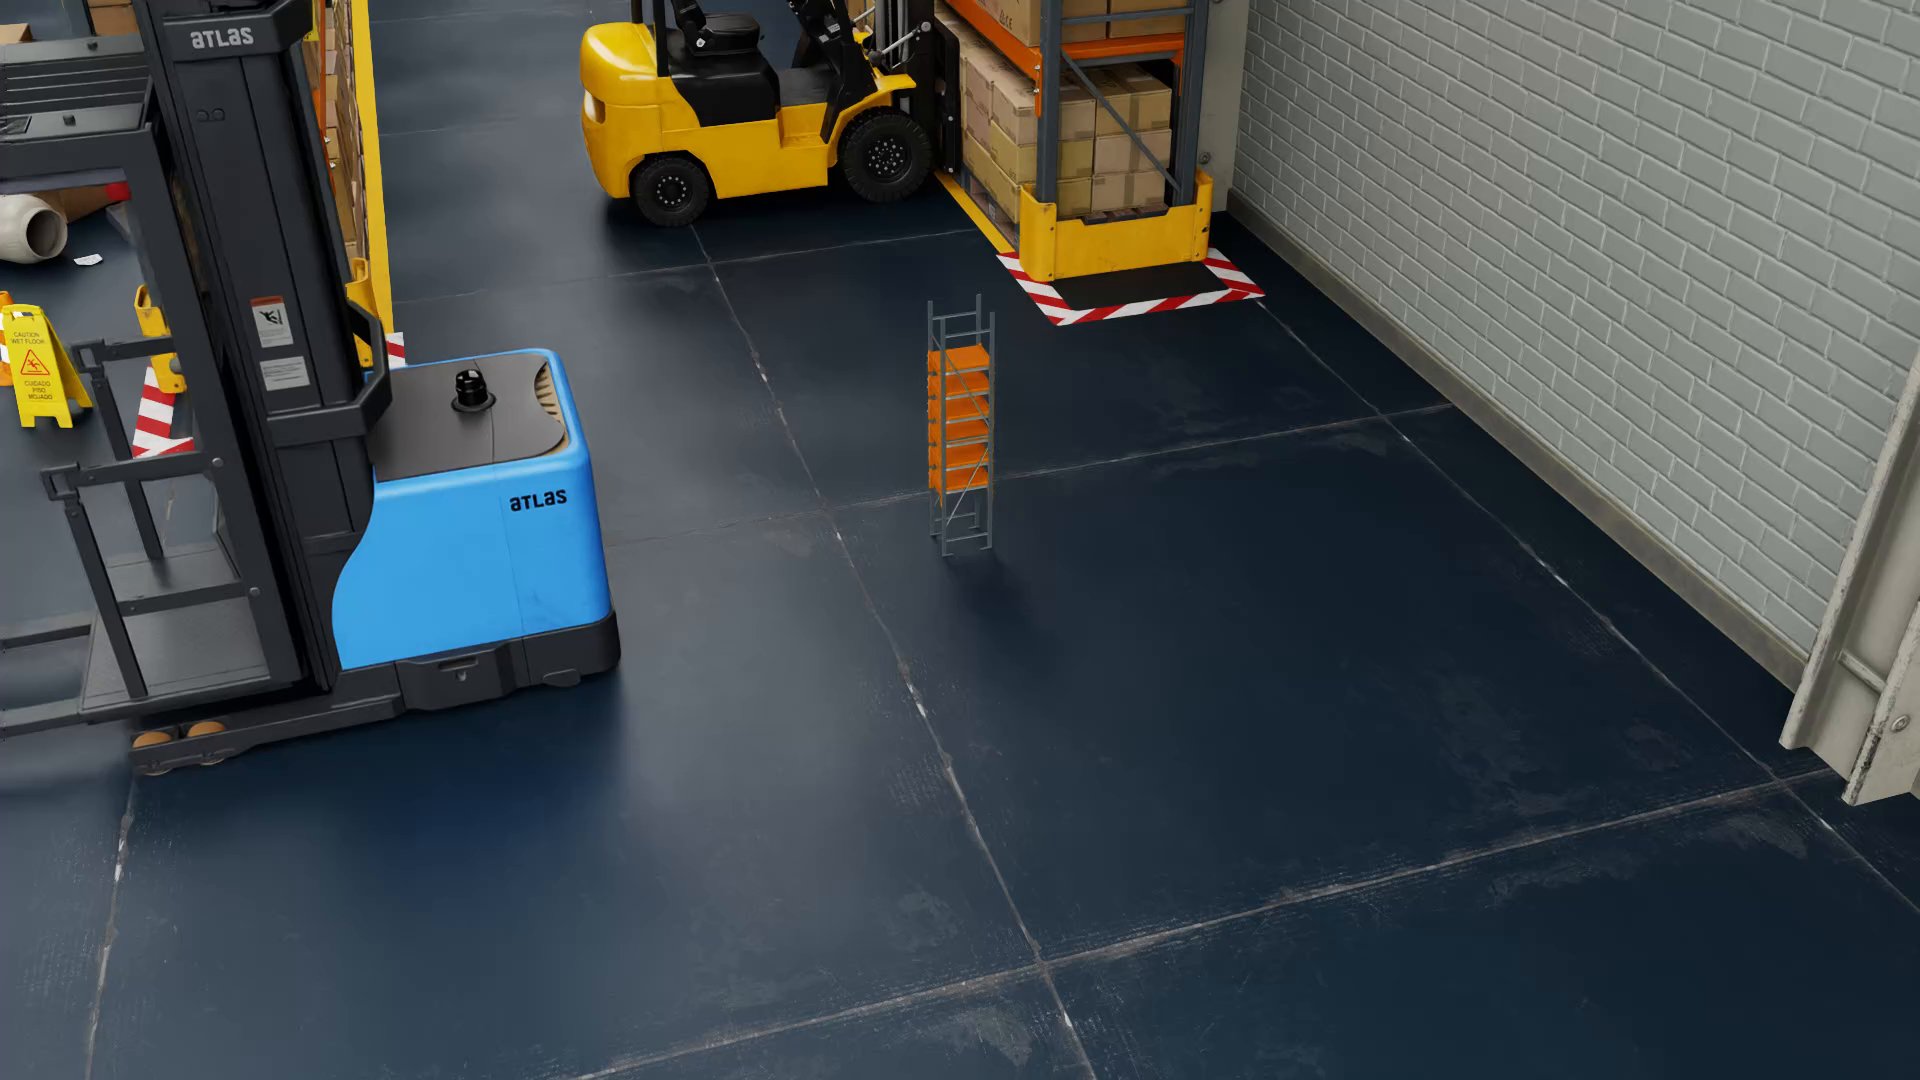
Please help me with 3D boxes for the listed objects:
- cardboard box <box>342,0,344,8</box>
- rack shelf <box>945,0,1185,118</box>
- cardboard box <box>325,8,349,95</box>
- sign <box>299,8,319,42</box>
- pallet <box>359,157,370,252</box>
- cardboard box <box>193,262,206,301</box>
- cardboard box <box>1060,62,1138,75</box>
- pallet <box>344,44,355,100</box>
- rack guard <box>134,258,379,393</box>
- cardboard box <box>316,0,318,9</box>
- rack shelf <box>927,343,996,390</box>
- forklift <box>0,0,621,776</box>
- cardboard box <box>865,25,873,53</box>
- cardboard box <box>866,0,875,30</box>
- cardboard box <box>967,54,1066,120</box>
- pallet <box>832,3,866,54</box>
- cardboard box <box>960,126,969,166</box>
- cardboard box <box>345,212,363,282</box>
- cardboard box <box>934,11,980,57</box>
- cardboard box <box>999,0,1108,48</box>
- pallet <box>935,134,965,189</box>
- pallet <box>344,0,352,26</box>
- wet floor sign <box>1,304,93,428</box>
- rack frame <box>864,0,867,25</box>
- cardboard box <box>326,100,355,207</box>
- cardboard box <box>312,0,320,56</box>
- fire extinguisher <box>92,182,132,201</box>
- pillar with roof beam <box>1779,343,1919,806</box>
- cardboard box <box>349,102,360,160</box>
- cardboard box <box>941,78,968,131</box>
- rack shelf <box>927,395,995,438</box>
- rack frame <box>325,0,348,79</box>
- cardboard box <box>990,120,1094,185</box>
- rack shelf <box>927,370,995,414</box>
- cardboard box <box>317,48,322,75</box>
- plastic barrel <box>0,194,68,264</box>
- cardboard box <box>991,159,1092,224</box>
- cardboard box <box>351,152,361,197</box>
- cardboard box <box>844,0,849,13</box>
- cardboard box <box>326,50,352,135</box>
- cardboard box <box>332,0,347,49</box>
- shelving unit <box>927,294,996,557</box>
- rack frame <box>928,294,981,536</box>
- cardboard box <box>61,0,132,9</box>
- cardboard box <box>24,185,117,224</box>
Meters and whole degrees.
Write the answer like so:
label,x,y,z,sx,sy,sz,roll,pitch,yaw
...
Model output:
label,x,y,z,sx,sy,sz,roll,pitch,yaw
cardboard box,-5.818,-4.773,14.256,0.950,0.372,0.625,-11,35,-16
rack shelf,0.343,-3.765,11.380,1.077,0.370,4.000,-10,35,-15
cardboard box,-4.557,-3.354,11.538,0.500,0.500,0.500,-10,35,-15
sign,-3.257,-2.631,8.226,0.100,0.325,0.005,-10,35,-15
pallet,-4.379,-2.127,10.777,1.003,0.211,1.213,-10,35,-15
cardboard box,-4.283,-1.598,9.561,0.500,0.250,0.500,-10,35,-15
cardboard box,0.830,-3.006,10.785,0.500,0.250,0.500,-10,35,-15
pallet,-5.232,-3.524,12.891,1.003,0.211,1.213,-10,35,-15
rack guard,-3.796,-1.176,9.076,1.175,0.500,0.348,-10,35,-15
cardboard box,-4.134,-3.444,9.881,0.500,0.500,0.500,-11,35,-16
rack shelf,0.004,-0.756,7.234,0.258,0.103,0.180,-10,35,-15
forklift,-2.978,-0.648,6.072,3.031,2.935,1.130,-11,35,-15
cardboard box,-0.435,-3.834,12.944,0.500,0.250,0.500,-10,35,-14
cardboard box,-0.414,-4.046,12.812,0.500,0.250,0.500,-10,35,-15
cardboard box,0.354,-2.917,10.650,0.500,0.250,0.500,-9,35,-14
pallet,-0.529,-4.332,14.115,1.003,0.211,1.213,-10,35,-15
cardboard box,0.222,-2.764,11.325,0.500,0.250,0.500,-10,35,-14
cardboard box,-3.756,-1.677,9.680,0.500,0.250,0.500,-10,35,-15
cardboard box,0.043,-3.448,11.453,0.500,0.250,0.500,-11,35,-16
cardboard box,0.552,-3.271,9.889,0.500,0.500,0.500,-11,35,-16
pallet,0.311,-2.886,11.926,1.003,0.211,1.213,-10,35,-15
pallet,-5.977,-4.805,14.830,1.003,0.211,1.213,-10,35,-15
wet floor sign,-4.734,-0.917,8.552,0.267,0.644,0.232,1,33,2
rack frame,-0.267,-5.115,12.771,1.000,3.000,0.127,-10,35,-15
cardboard box,-3.927,-2.276,9.906,0.500,0.500,0.500,-11,35,-17
cardboard box,-3.815,-2.911,9.074,0.500,0.500,0.500,-9,35,-13
fire extinguisher,-4.177,-2.009,8.139,0.296,0.674,0.183,-10,35,-15
pillar with roof beam,-0.671,-2.161,2.858,9.100,9.000,0.400,-10,35,-15
cardboard box,-4.385,-2.764,11.325,0.500,0.250,0.500,-11,35,-16
cardboard box,0.186,-2.988,11.210,0.500,0.250,0.500,-11,35,-16
rack shelf,0.004,-0.556,7.366,0.258,0.103,0.180,-10,35,-15
rack frame,-4.993,-4.279,11.504,1.000,3.000,0.127,-10,35,-15
cardboard box,0.507,-2.455,10.404,0.500,0.250,0.500,-10,35,-15
rack shelf,0.004,-0.656,7.300,0.258,0.103,0.180,-10,35,-15
cardboard box,-3.808,-2.711,9.360,0.380,0.149,0.250,-9,35,-14
plastic barrel,-5.845,-1.934,10.292,0.512,0.421,0.421,13,36,18
cardboard box,0.508,-2.237,10.528,0.500,0.250,0.500,-10,35,-14
cardboard box,-4.083,-2.230,10.518,0.500,0.250,0.500,-8,34,-12
cardboard box,-0.667,-4.981,14.340,0.875,0.625,0.625,-10,35,-15
cardboard box,-4.244,-2.820,10.729,0.500,0.500,0.500,-8,34,-12
cardboard box,-5.378,-4.009,13.100,0.950,0.372,0.625,-8,34,-12
shelving unit,0.004,-0.493,7.408,0.258,1.200,0.189,-10,35,-15
rack frame,-0.023,-0.541,7.480,0.240,1.200,0.006,-10,35,-15
cardboard box,-4.137,-2.993,8.291,0.700,0.500,0.500,-11,35,-16
cardboard box,-5.962,-2.446,10.995,0.500,0.500,0.500,13,36,18
